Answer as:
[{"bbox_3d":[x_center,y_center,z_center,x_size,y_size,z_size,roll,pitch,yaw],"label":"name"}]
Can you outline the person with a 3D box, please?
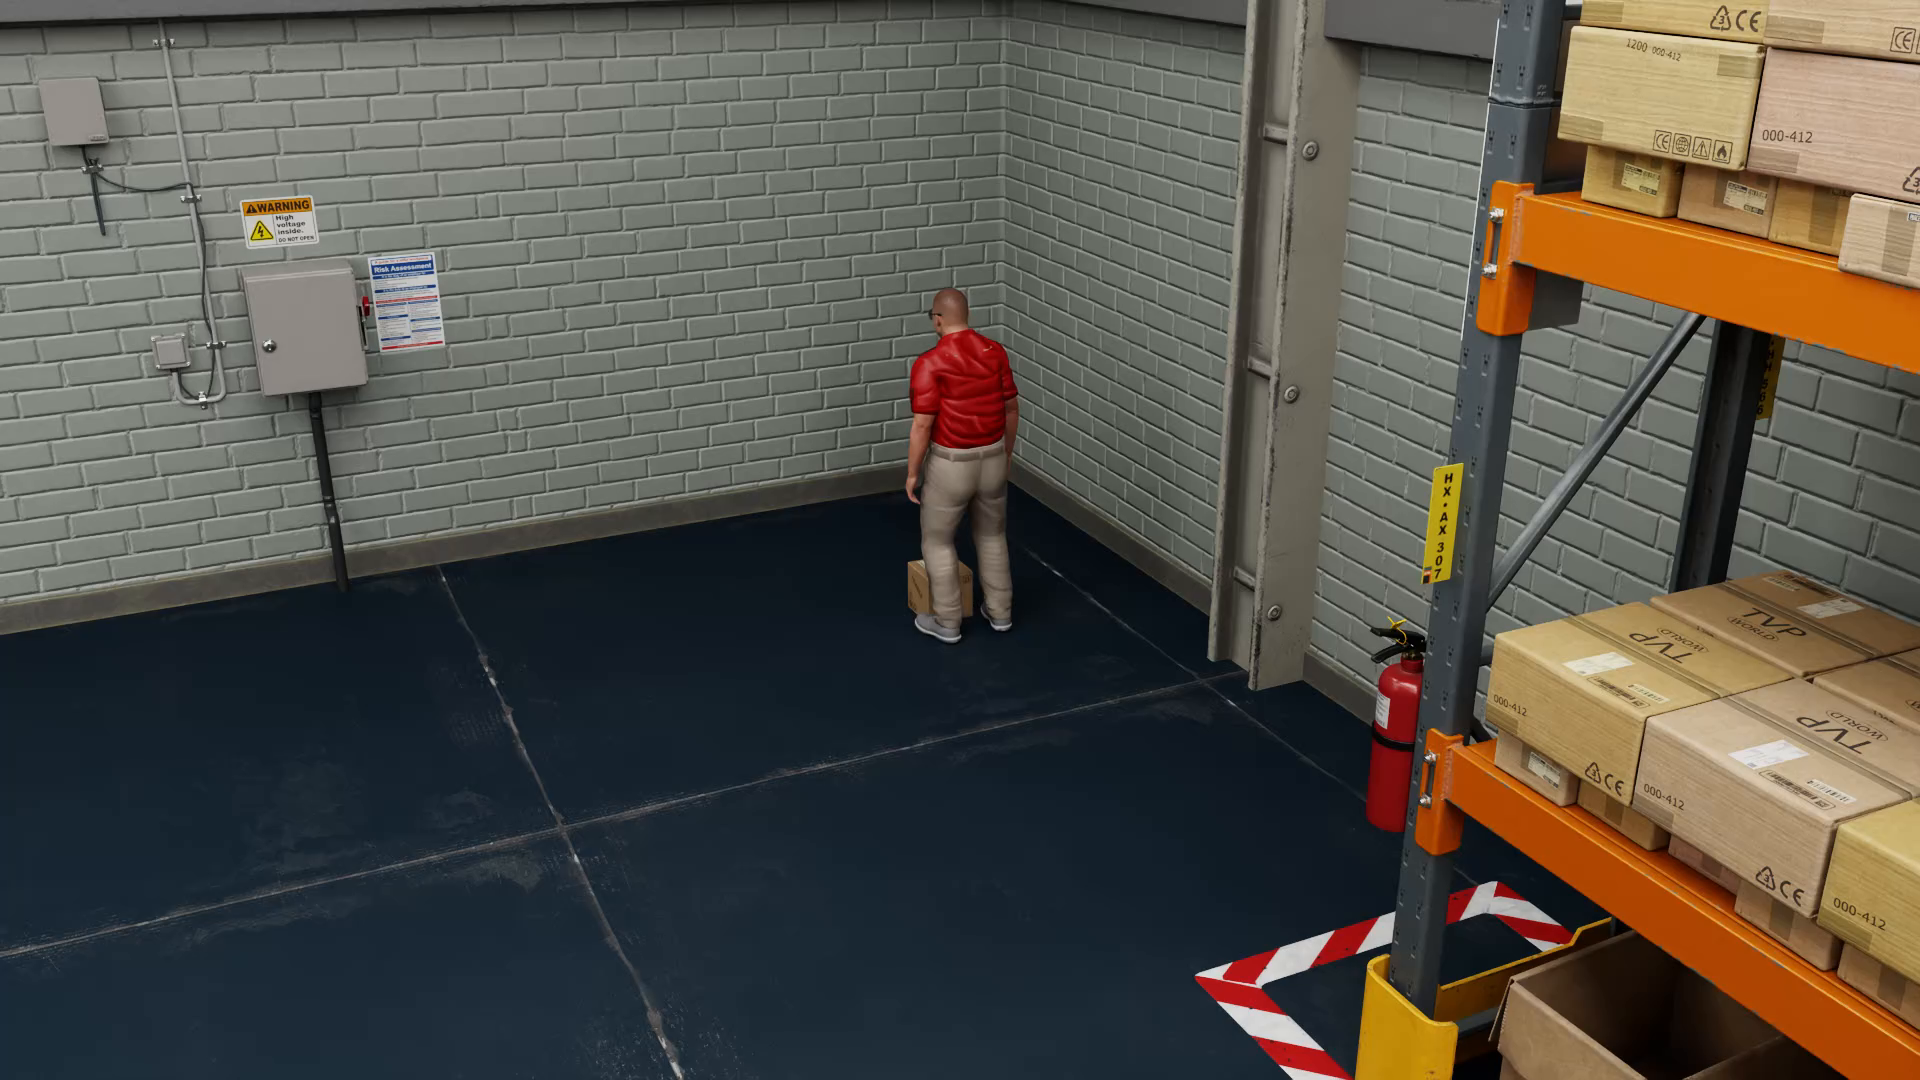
[{"bbox_3d":[0.011,-0.349,7.973,0.605,1.726,0.394,-12,25,-27],"label":"person"}]
